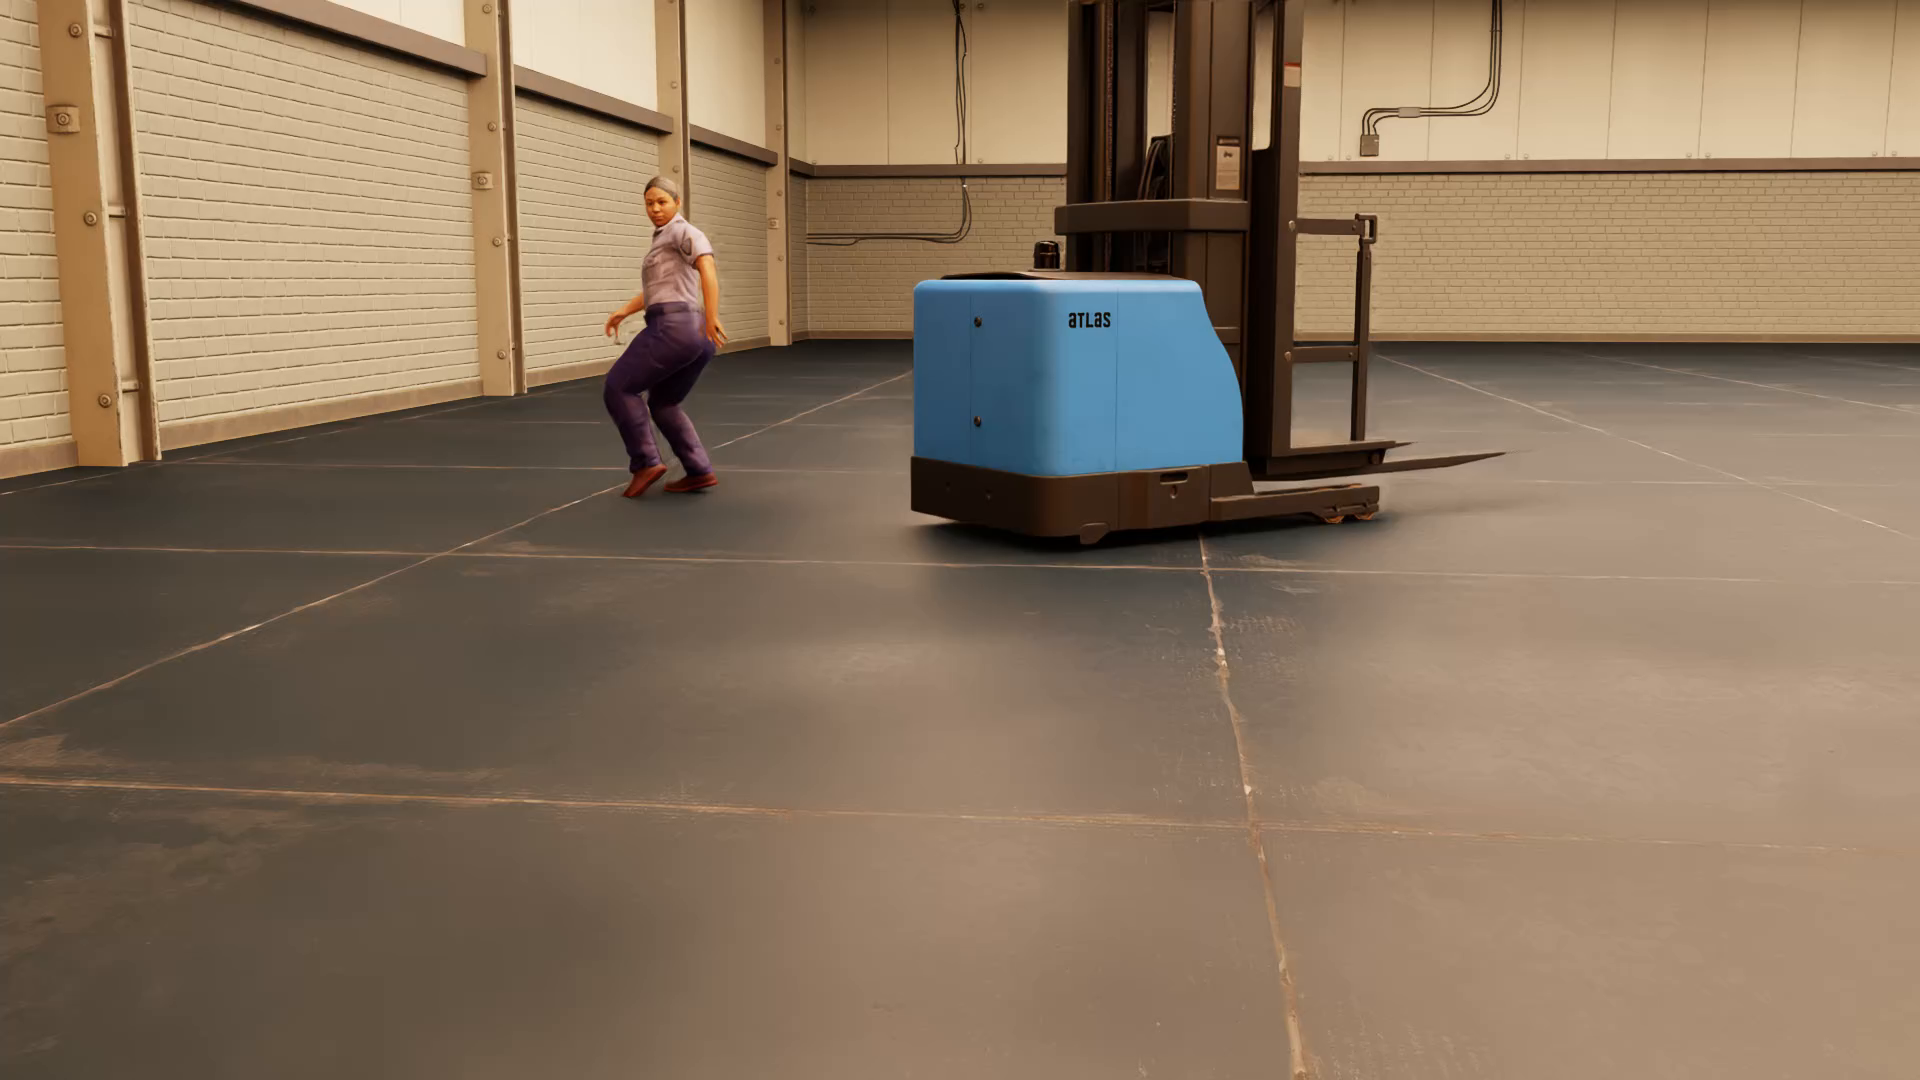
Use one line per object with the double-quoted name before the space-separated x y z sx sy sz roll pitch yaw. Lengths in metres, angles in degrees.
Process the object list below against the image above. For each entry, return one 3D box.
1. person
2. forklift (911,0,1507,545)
"person" -1.449 -0.994 8.355 0.713 1.633 0.610 1 9 7
"forklift" 1.292 -1.579 7.562 3.031 2.935 1.130 -6 11 -33
